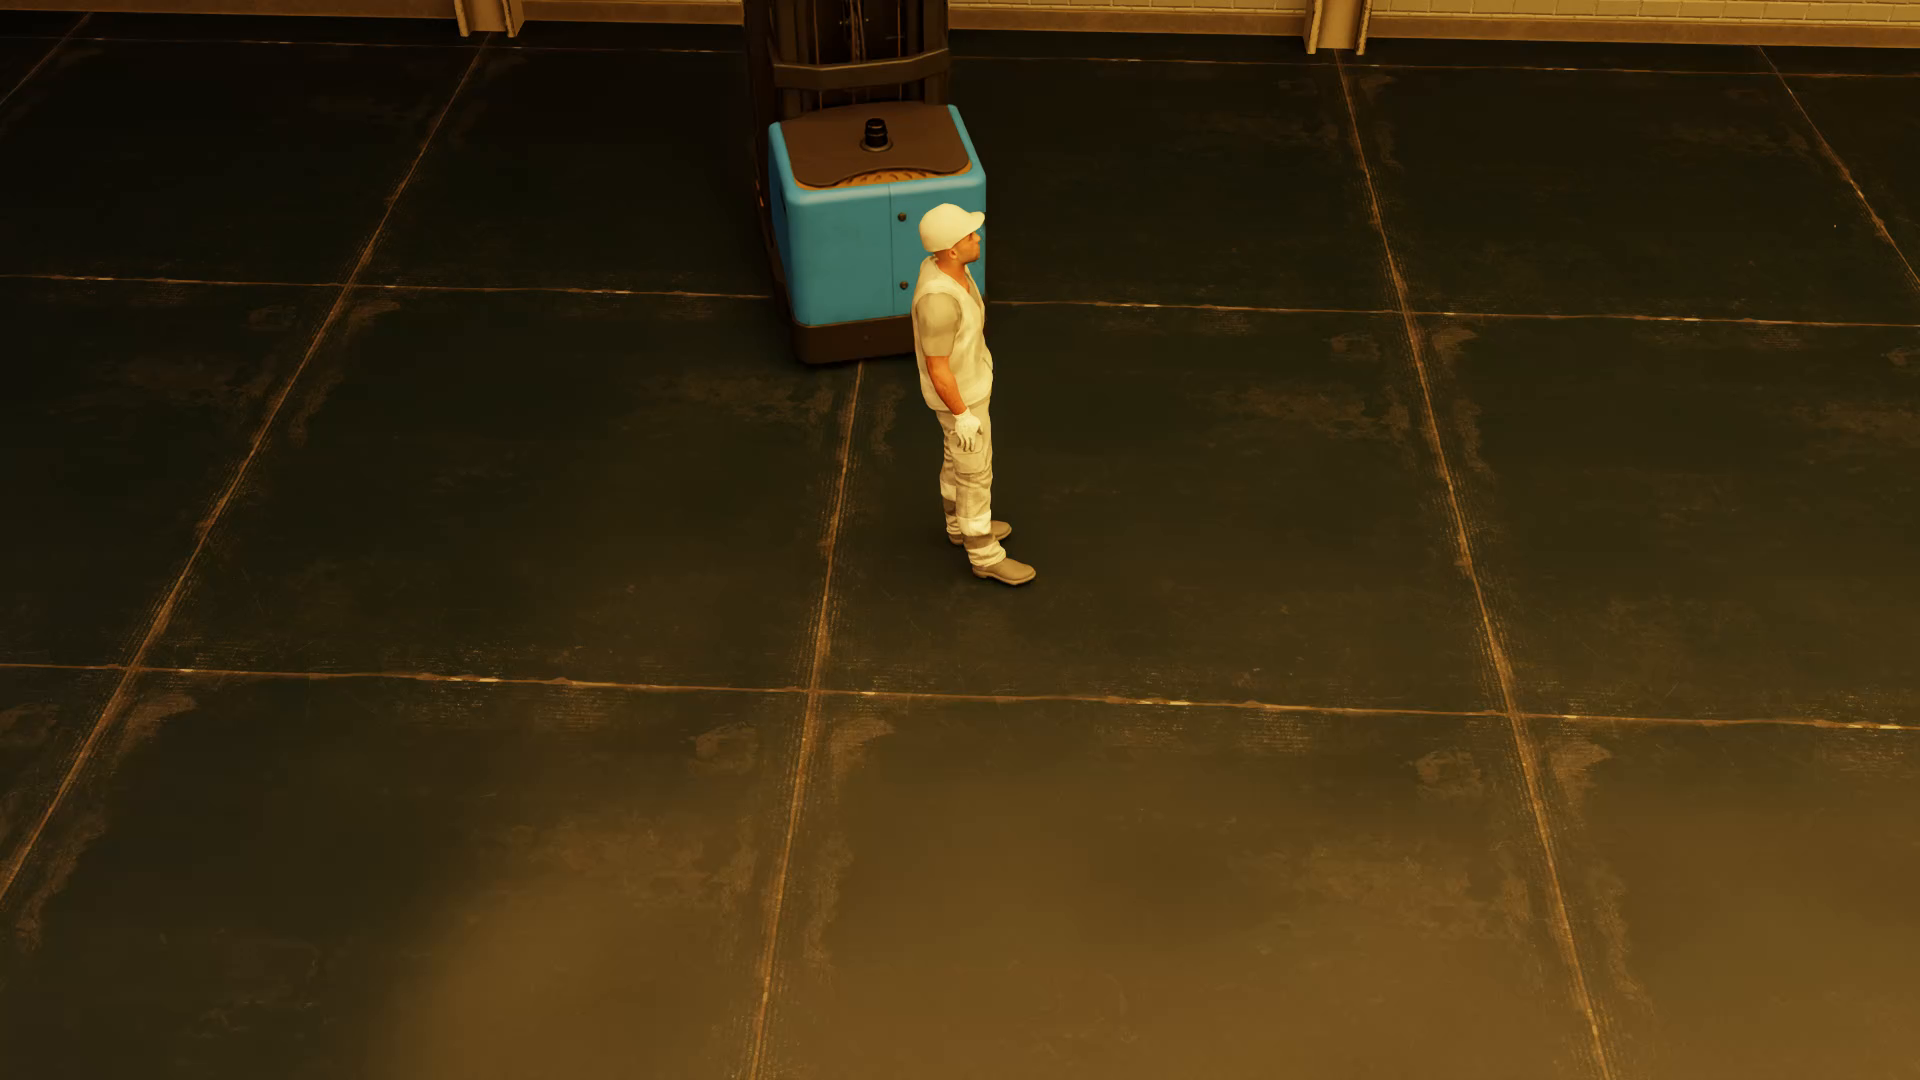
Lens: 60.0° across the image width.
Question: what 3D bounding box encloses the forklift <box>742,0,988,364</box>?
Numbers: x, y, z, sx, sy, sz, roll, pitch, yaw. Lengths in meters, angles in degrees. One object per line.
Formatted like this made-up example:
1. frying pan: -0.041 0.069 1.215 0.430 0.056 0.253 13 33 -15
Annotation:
1. forklift: -0.656 -3.022 9.052 1.130 2.935 3.031 -8 43 -9

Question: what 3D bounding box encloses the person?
1. person: 0.080 -0.656 7.298 0.562 1.789 0.638 2 42 2
